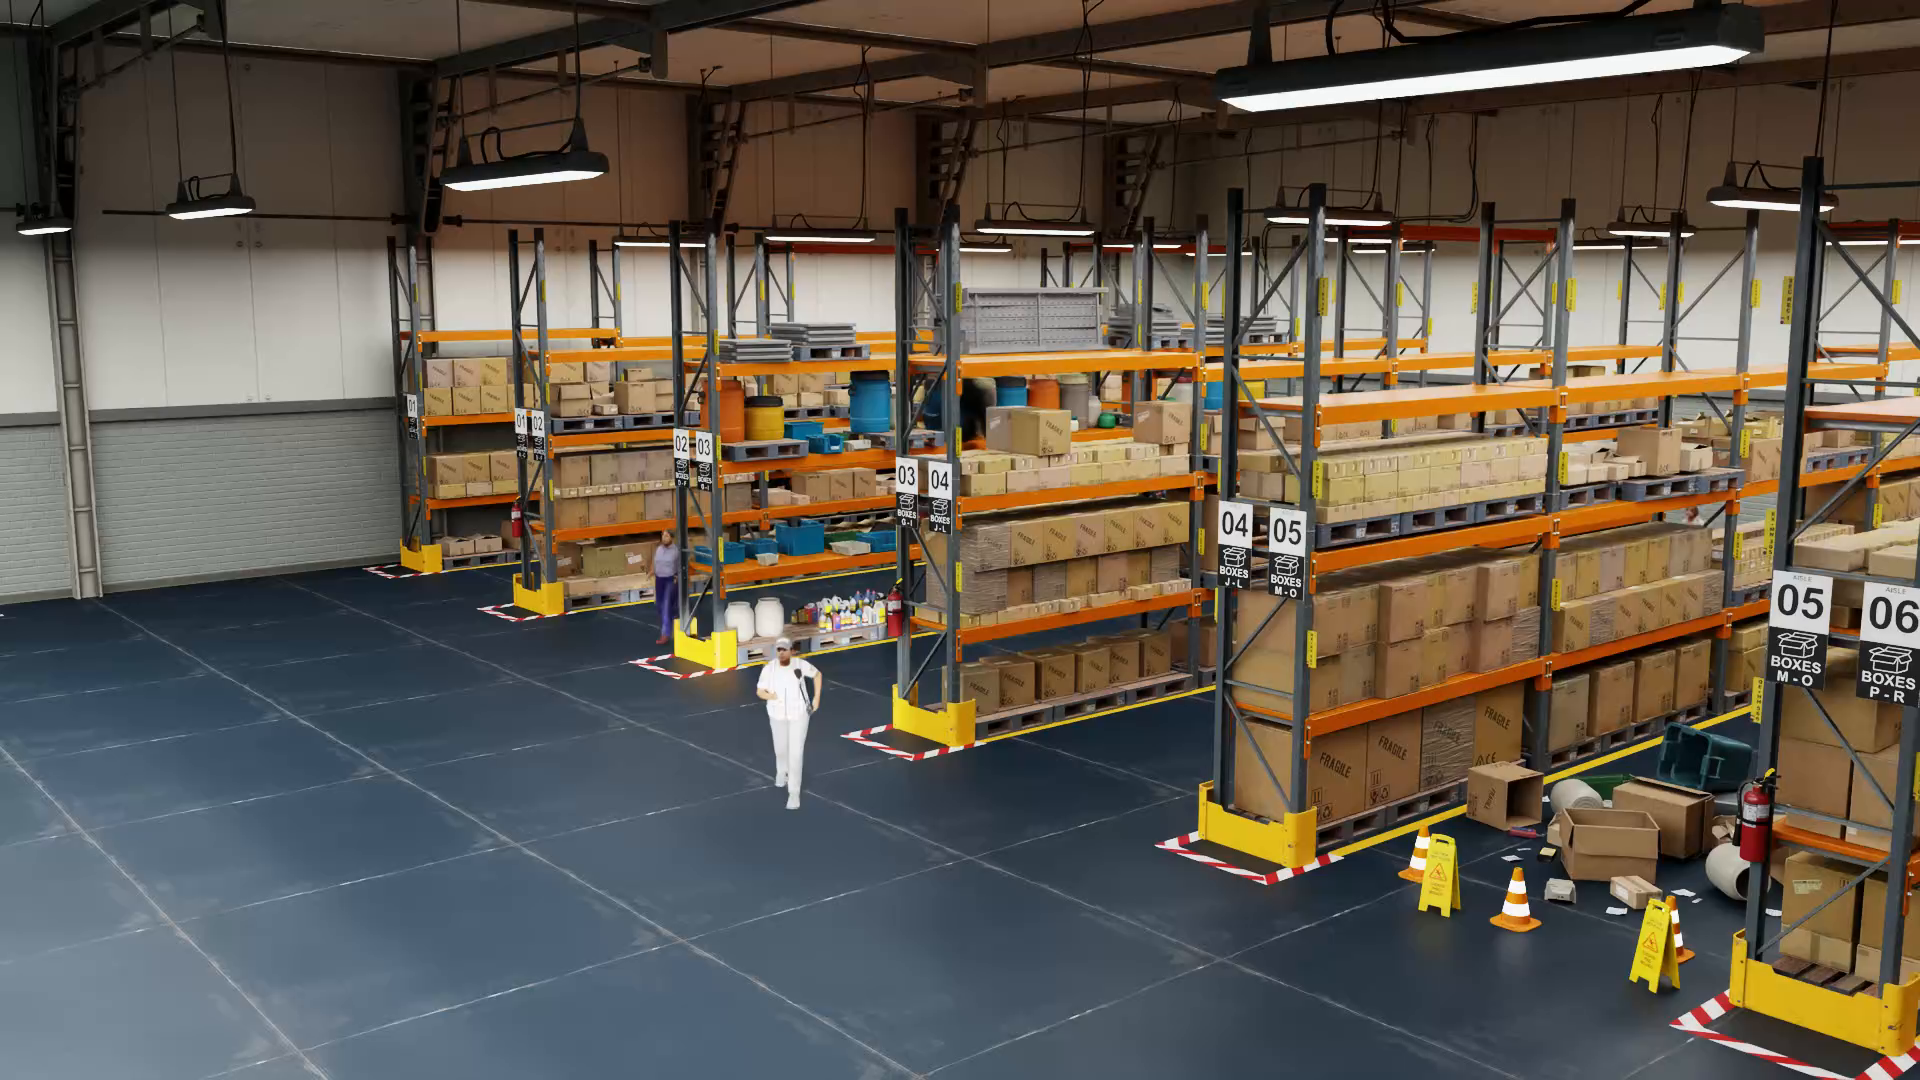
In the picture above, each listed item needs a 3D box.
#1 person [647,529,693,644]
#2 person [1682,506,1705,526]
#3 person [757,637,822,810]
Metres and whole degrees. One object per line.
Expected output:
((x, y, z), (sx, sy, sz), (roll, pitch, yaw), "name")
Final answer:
((-4.201, 0.646, 24.147), (0.607, 1.630, 0.779), (4, 10, 26), "person")
((11.945, 0.236, 27.106), (0.709, 1.613, 0.538), (-7, 11, -39), "person")
((-1.714, 1.796, 16.759), (0.611, 1.716, 0.882), (1, 9, 4), "person")
